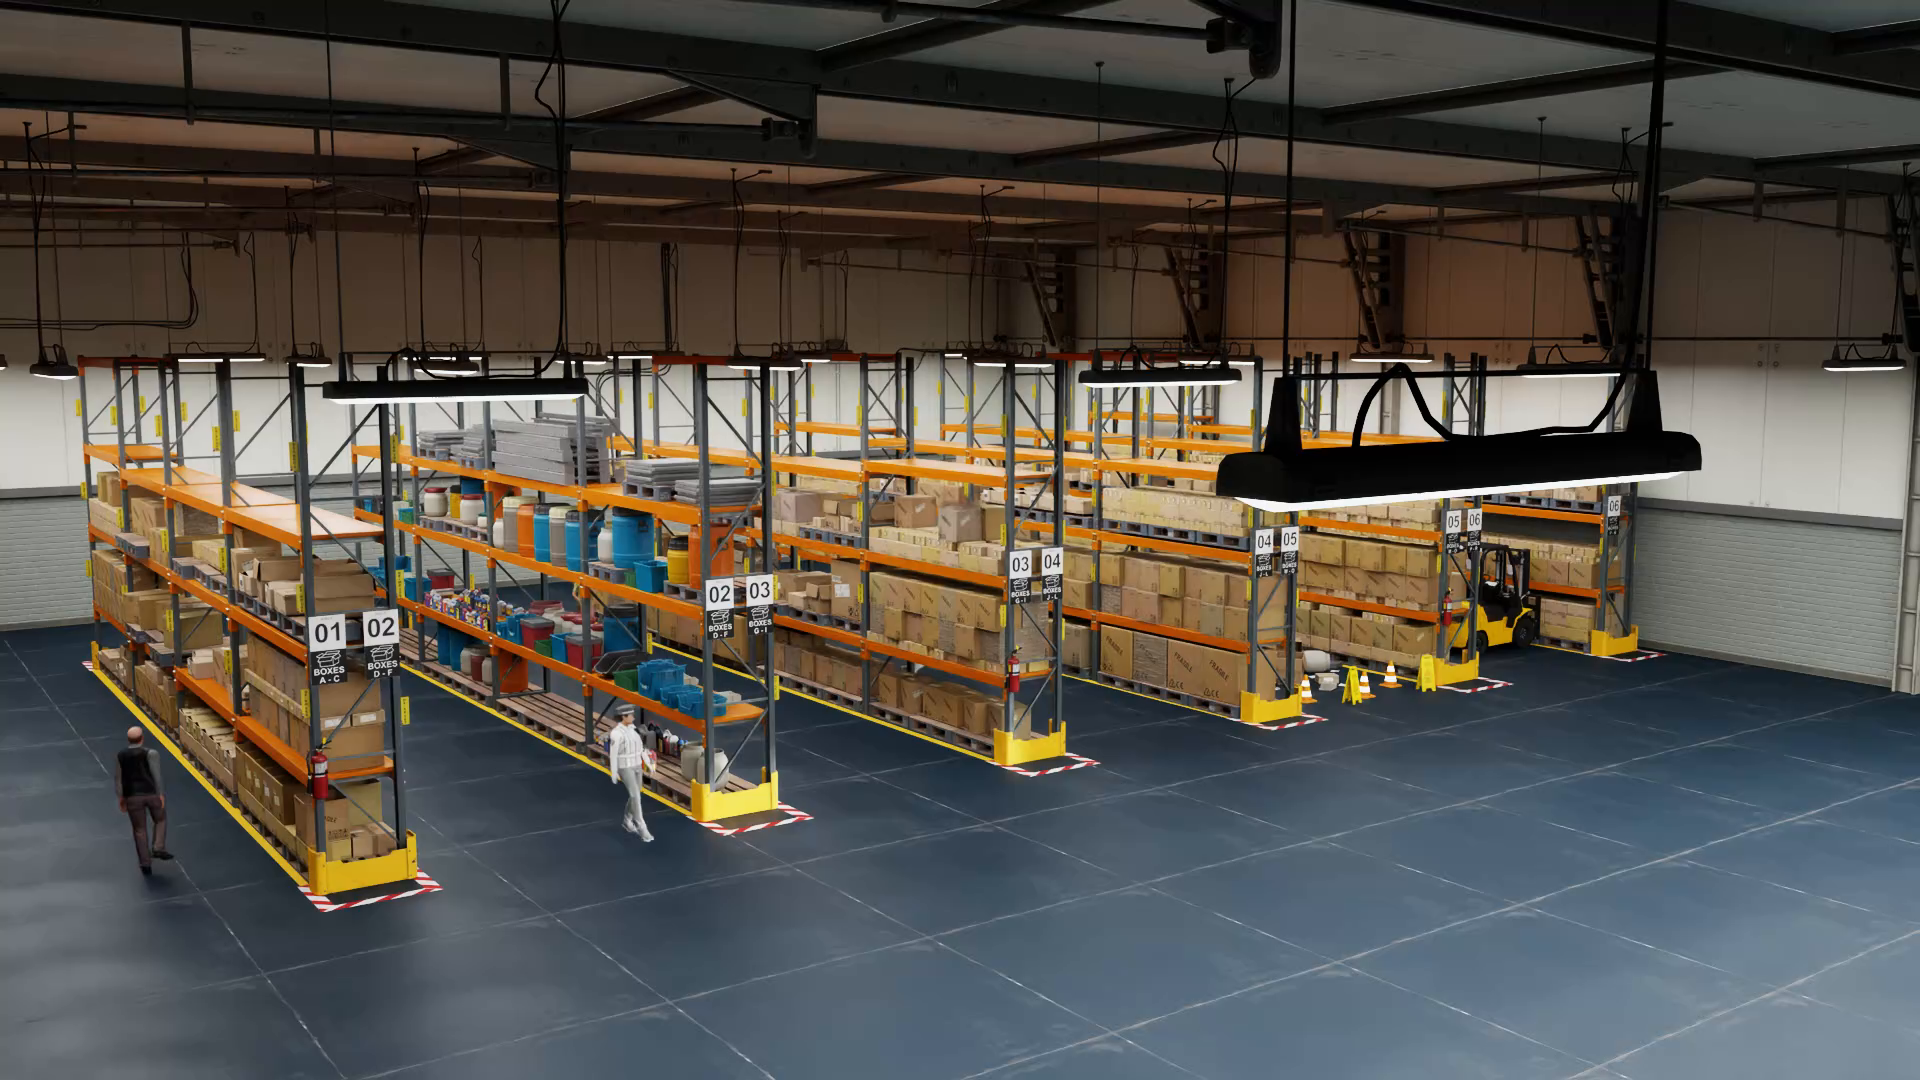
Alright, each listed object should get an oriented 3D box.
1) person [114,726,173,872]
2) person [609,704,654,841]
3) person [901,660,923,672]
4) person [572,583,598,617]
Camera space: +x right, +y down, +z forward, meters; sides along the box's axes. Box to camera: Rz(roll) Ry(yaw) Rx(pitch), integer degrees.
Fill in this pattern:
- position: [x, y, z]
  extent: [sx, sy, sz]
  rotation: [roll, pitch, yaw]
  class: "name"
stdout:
- position: [-9.742, 3.078, 19.820]
  extent: [0.577, 1.710, 0.479]
  rotation: [-3, 8, -26]
  class: "person"
- position: [-4.111, 2.943, 21.237]
  extent: [0.692, 1.669, 0.508]
  rotation: [4, 8, 27]
  class: "person"
- position: [-0.928, 1.699, 31.562]
  extent: [0.668, 1.655, 0.640]
  rotation: [4, 8, 29]
  class: "person"
- position: [-7.798, 1.357, 34.624]
  extent: [0.595, 1.580, 0.688]
  rotation: [-3, 8, -25]
  class: "person"
